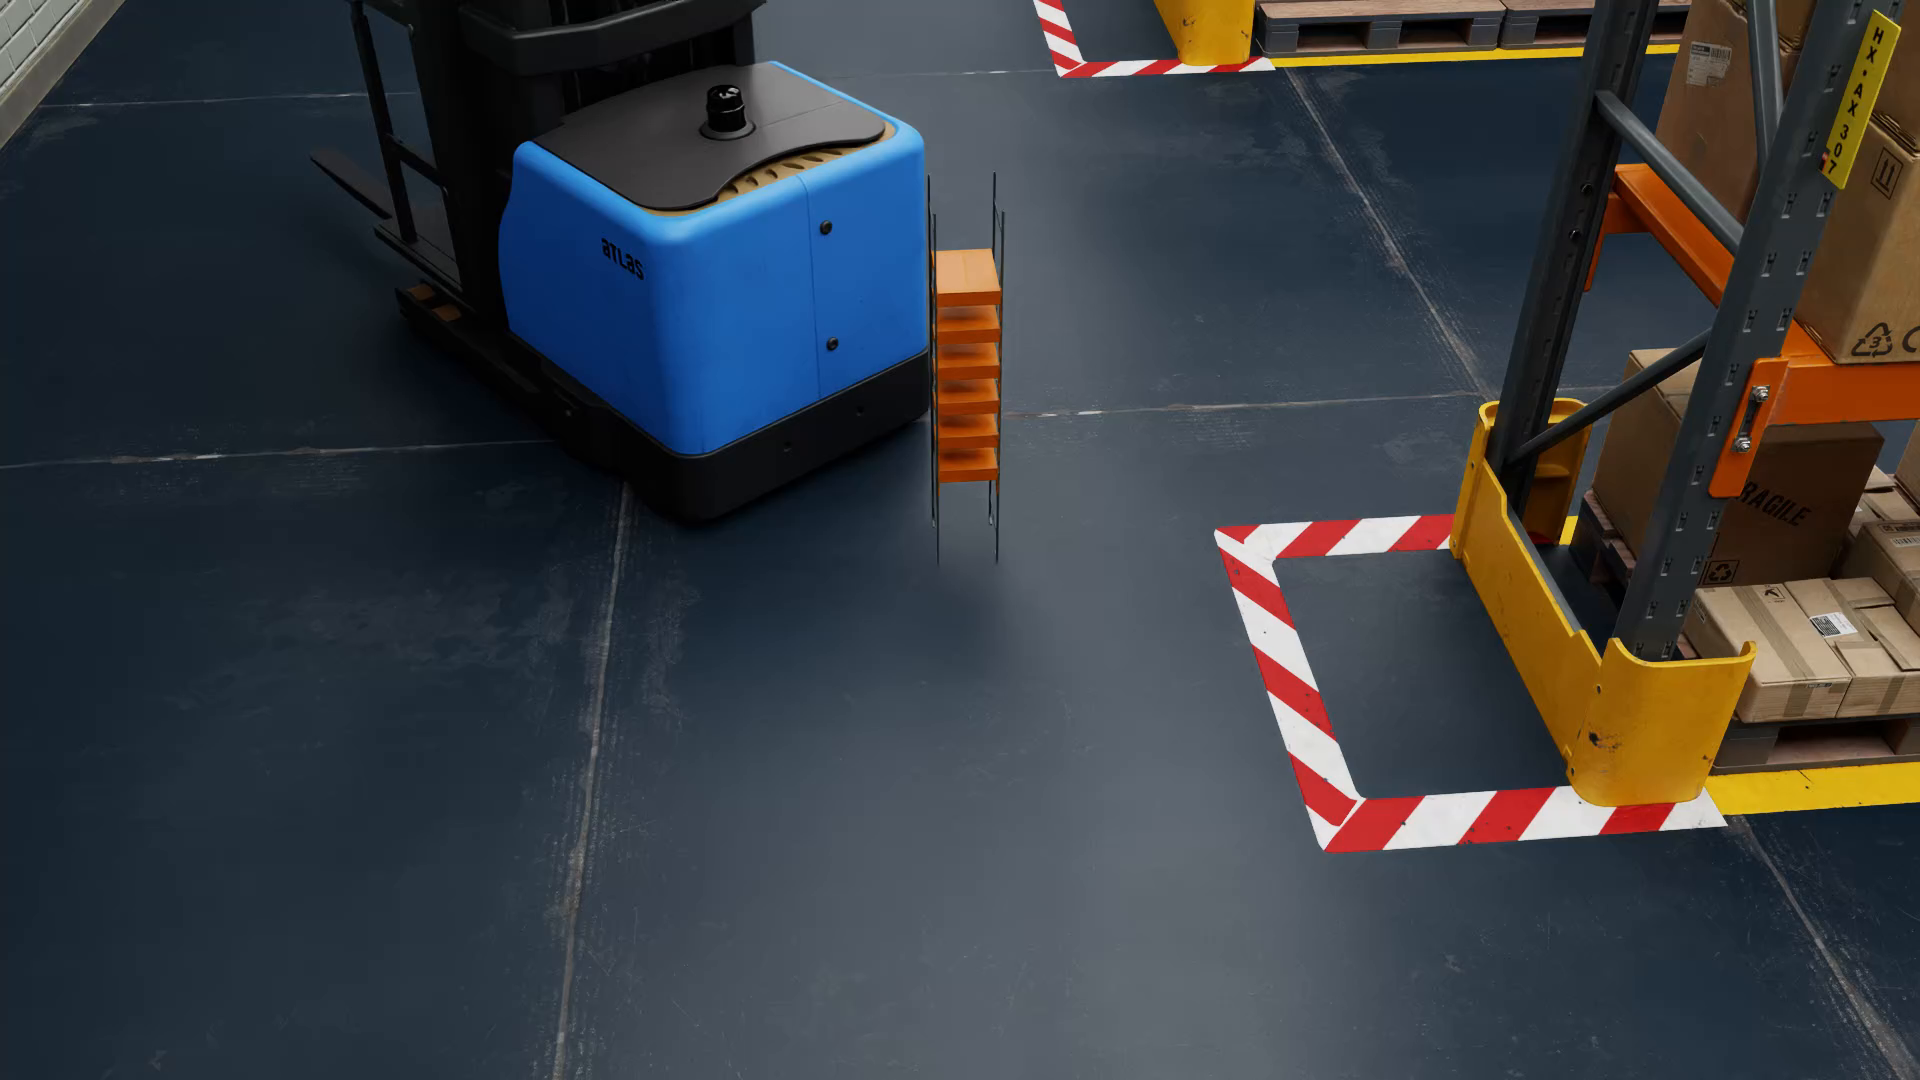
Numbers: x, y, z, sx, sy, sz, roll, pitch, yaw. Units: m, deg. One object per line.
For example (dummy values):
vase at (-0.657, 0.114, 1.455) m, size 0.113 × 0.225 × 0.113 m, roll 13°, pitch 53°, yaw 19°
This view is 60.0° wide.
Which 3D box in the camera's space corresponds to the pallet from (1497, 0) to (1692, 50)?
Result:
pallet at (3.281, -2.887, 8.739) m, size 1.213 × 0.211 × 1.003 m, roll -3°, pitch 38°, yaw -4°

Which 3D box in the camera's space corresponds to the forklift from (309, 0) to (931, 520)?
forklift at (-1.456, -2.042, 5.471) m, size 1.130 × 2.935 × 3.031 m, roll -29°, pitch 47°, yaw -32°

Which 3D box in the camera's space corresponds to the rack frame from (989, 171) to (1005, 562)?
rack frame at (0.106, -0.477, 4.886) m, size 0.006 × 1.200 × 0.240 m, roll -3°, pitch 38°, yaw -4°

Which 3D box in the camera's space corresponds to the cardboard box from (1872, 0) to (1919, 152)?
cardboard box at (2.144, -1.133, 3.376) m, size 0.500 × 0.500 × 0.500 m, roll -2°, pitch 38°, yaw -3°

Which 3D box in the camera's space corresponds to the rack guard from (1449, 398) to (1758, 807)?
rack guard at (1.754, 0.138, 4.672) m, size 0.348 × 0.500 × 1.175 m, roll -3°, pitch 38°, yaw -4°

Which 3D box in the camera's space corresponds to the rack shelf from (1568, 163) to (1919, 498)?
rack shelf at (3.670, -0.667, 4.254) m, size 4.000 × 0.370 × 1.077 m, roll -3°, pitch 38°, yaw -4°

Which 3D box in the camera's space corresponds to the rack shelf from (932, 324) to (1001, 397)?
rack shelf at (0.014, -0.531, 4.833) m, size 0.180 × 0.103 × 0.258 m, roll -3°, pitch 38°, yaw -4°

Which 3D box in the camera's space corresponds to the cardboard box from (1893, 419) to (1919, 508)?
cardboard box at (3.147, -0.148, 4.881) m, size 0.500 × 0.250 × 0.500 m, roll -3°, pitch 38°, yaw -4°

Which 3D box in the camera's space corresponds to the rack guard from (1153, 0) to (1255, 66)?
rack guard at (1.221, -2.905, 8.528) m, size 0.348 × 0.500 × 1.175 m, roll -3°, pitch 38°, yaw -4°

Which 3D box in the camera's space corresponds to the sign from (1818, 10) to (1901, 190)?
sign at (1.727, -0.845, 3.200) m, size 0.005 × 0.325 × 0.100 m, roll -3°, pitch 38°, yaw -4°

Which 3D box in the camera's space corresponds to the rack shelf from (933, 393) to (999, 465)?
rack shelf at (0.014, -0.343, 4.981) m, size 0.180 × 0.103 × 0.258 m, roll -3°, pitch 38°, yaw -4°

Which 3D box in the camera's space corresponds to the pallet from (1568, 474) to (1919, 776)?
pallet at (2.548, 0.207, 4.818) m, size 1.213 × 0.211 × 1.003 m, roll -3°, pitch 38°, yaw -4°

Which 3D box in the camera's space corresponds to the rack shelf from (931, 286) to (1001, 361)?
rack shelf at (0.014, -0.625, 4.758) m, size 0.180 × 0.103 × 0.258 m, roll -3°, pitch 38°, yaw -4°

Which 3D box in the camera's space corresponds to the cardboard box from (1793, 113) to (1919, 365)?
cardboard box at (2.144, -0.740, 3.686) m, size 0.500 × 0.500 × 0.500 m, roll -2°, pitch 38°, yaw -3°

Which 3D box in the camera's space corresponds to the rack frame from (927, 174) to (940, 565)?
rack frame at (-0.077, -0.467, 4.873) m, size 0.006 × 1.200 × 0.240 m, roll -3°, pitch 38°, yaw -4°

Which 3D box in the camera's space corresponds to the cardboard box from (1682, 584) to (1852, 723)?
cardboard box at (2.126, 0.296, 4.400) m, size 0.250 × 0.149 × 0.380 m, roll -3°, pitch 38°, yaw -4°

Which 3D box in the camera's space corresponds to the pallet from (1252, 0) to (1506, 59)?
pallet at (2.068, -2.822, 8.657) m, size 1.213 × 0.211 × 1.003 m, roll -3°, pitch 38°, yaw -4°

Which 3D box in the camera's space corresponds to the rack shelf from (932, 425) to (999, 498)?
rack shelf at (0.014, -0.249, 5.056) m, size 0.180 × 0.103 × 0.258 m, roll -3°, pitch 38°, yaw -4°

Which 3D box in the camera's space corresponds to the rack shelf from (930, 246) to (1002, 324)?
rack shelf at (0.014, -0.720, 4.684) m, size 0.180 × 0.103 × 0.258 m, roll -3°, pitch 38°, yaw -4°

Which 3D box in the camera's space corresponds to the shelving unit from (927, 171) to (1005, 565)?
shelving unit at (0.014, -0.472, 4.879) m, size 0.189 × 1.200 × 0.258 m, roll -3°, pitch 38°, yaw -4°

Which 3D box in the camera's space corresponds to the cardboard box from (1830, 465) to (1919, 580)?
cardboard box at (2.609, -0.048, 4.822) m, size 0.250 × 0.166 × 0.380 m, roll -3°, pitch 38°, yaw -4°

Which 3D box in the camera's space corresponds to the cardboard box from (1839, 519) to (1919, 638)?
cardboard box at (2.743, 0.185, 4.459) m, size 0.500 × 0.250 × 0.500 m, roll -3°, pitch 38°, yaw -4°

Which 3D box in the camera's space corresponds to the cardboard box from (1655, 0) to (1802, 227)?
cardboard box at (2.100, -1.071, 4.105) m, size 0.500 × 0.500 × 0.500 m, roll -2°, pitch 38°, yaw -3°

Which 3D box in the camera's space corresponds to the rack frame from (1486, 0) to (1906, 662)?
rack frame at (1.678, -0.839, 3.892) m, size 0.127 × 3.000 × 1.000 m, roll -3°, pitch 38°, yaw -4°

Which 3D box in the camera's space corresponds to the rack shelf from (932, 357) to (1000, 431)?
rack shelf at (0.014, -0.437, 4.907) m, size 0.180 × 0.103 × 0.258 m, roll -3°, pitch 38°, yaw -4°

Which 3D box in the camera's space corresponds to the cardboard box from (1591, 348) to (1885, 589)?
cardboard box at (2.198, -0.213, 4.761) m, size 0.500 × 0.500 × 0.500 m, roll -3°, pitch 38°, yaw -4°

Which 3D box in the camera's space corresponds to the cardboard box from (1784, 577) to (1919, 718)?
cardboard box at (2.375, 0.275, 4.411) m, size 0.250 × 0.166 × 0.380 m, roll -3°, pitch 38°, yaw -4°

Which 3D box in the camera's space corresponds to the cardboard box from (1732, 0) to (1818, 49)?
cardboard box at (2.097, -1.465, 3.798) m, size 0.500 × 0.500 × 0.500 m, roll -3°, pitch 38°, yaw -4°
